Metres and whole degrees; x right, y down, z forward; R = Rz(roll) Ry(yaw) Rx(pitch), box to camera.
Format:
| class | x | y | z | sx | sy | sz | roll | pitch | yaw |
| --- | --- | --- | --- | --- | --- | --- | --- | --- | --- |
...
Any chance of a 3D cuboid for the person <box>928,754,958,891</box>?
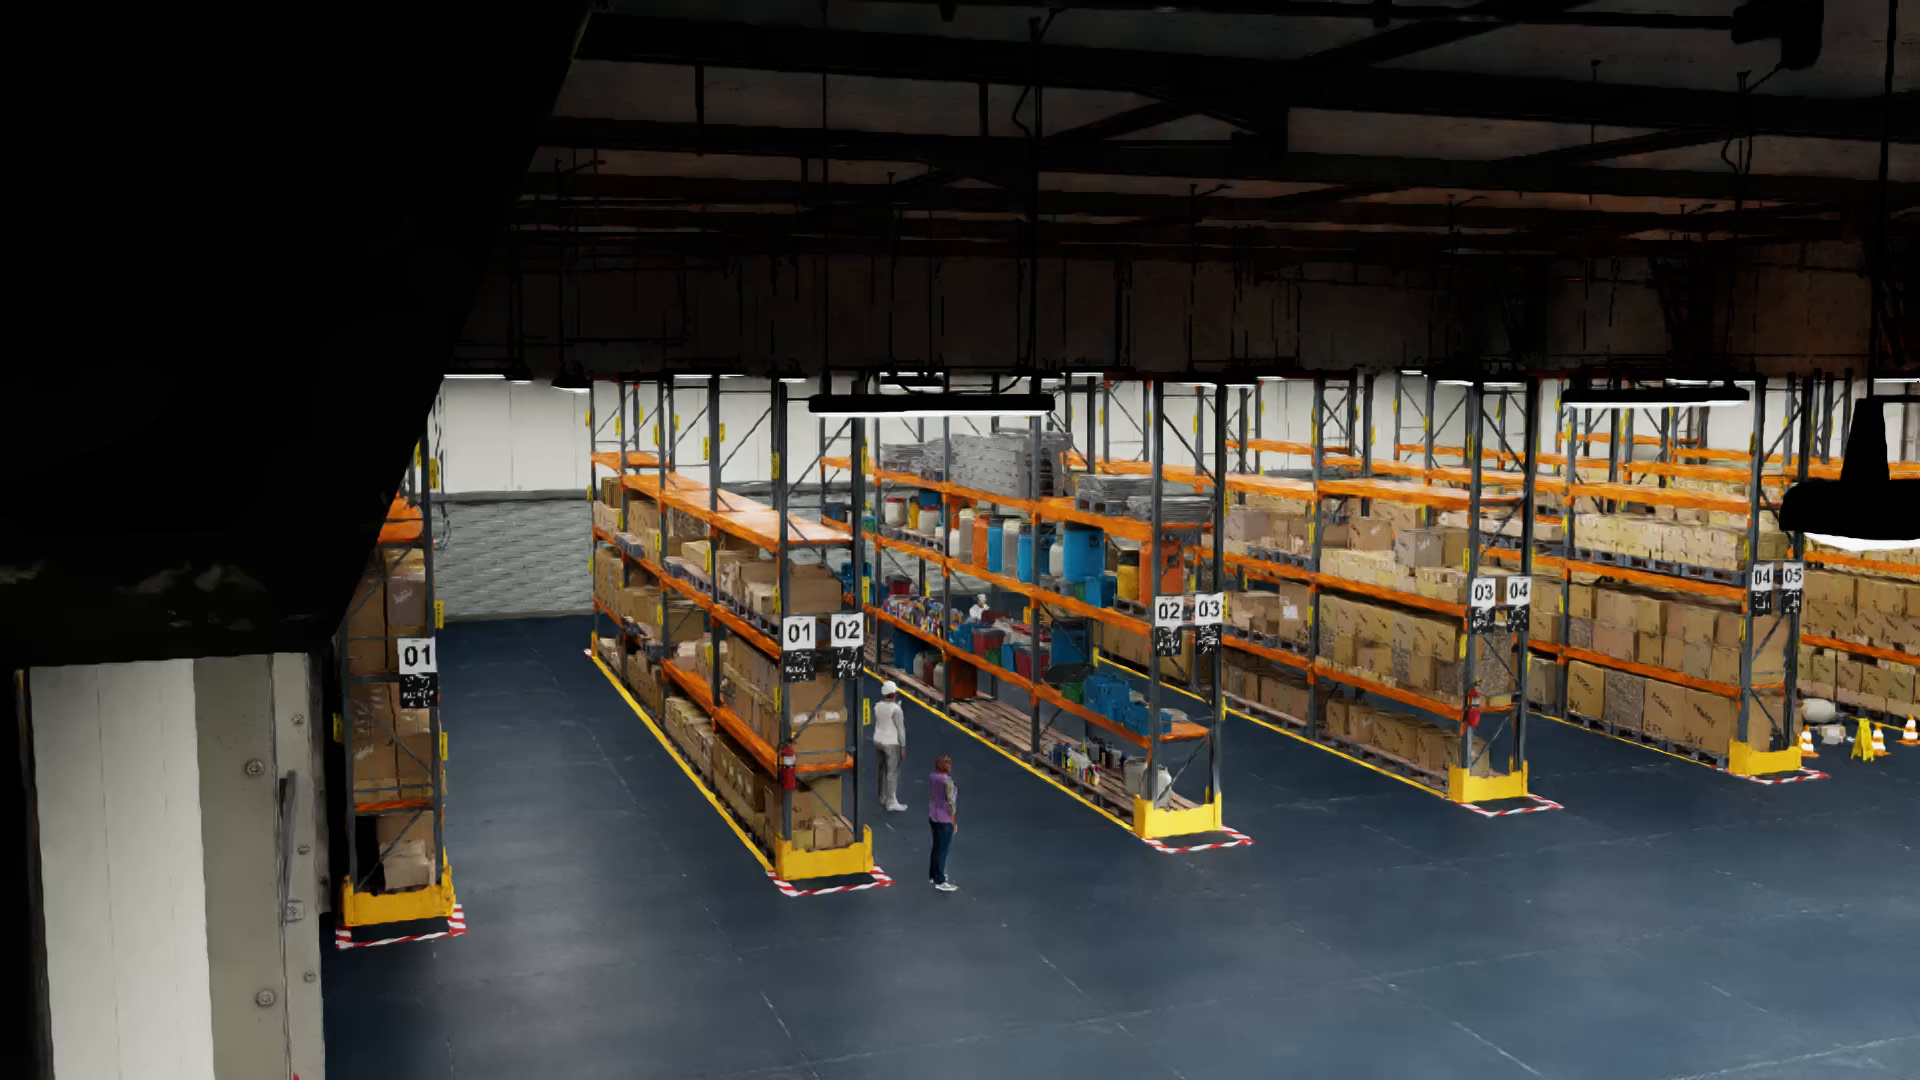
| class | x | y | z | sx | sy | sz | roll | pitch | yaw |
| --- | --- | --- | --- | --- | --- | --- | --- | --- | --- |
| person | -0.210 | 3.324 | 19.735 | 0.349 | 1.596 | 0.538 | -5 | 8 | -36 |

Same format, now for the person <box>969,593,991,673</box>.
| class | x | y | z | sx | sy | sz | roll | pitch | yaw |
| --- | --- | --- | --- | --- | --- | --- | --- | --- | --- |
| person | 0.408 | 1.838 | 33.166 | 0.497 | 1.588 | 1.095 | -2 | 7 | -18 |

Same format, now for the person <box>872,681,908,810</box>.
| class | x | y | z | sx | sy | sz | roll | pitch | yaw |
| --- | --- | --- | --- | --- | --- | --- | --- | --- | --- |
| person | -0.966 | 2.841 | 23.248 | 0.605 | 1.782 | 0.454 | 5 | 8 | 40 |
